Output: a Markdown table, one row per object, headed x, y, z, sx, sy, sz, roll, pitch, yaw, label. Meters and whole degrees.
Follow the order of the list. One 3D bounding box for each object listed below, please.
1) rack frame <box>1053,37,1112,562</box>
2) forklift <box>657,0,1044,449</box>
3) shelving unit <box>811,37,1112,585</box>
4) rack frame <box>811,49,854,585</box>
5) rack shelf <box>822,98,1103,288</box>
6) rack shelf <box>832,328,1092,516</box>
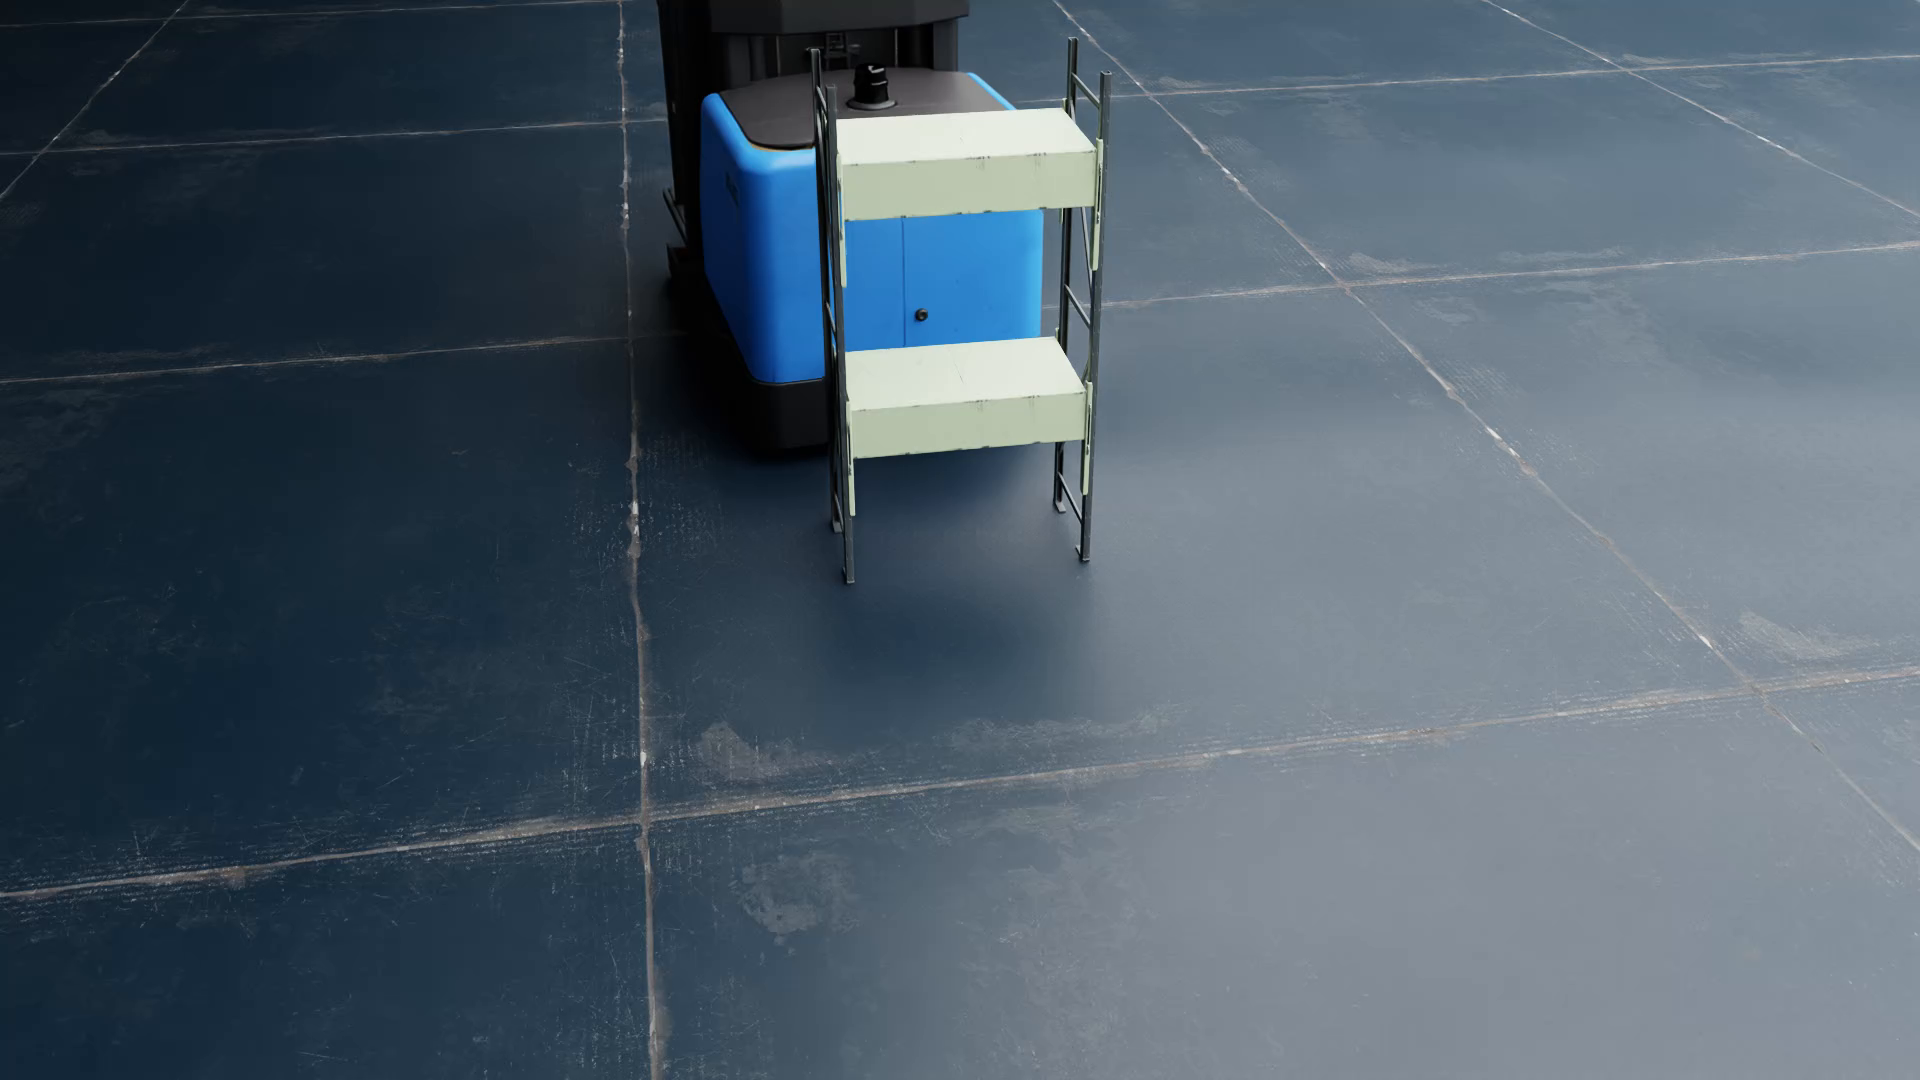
| x | y | z | sx | sy | sz | roll | pitch | yaw | label |
| --- | --- | --- | --- | --- | --- | --- | --- | --- | --- |
| 0.353 | -0.679 | 4.926 | 0.023 | 1.500 | 0.400 | -5 | 31 | -9 | rack frame |
| -0.615 | -2.306 | 6.280 | 1.130 | 2.935 | 3.031 | -9 | 32 | -14 | forklift |
| -0.007 | -0.646 | 4.869 | 0.755 | 1.500 | 0.431 | -5 | 31 | -9 | shelving unit |
| -0.367 | -0.612 | 4.812 | 0.023 | 1.500 | 0.400 | -5 | 31 | -9 | rack frame |
| -0.007 | -0.982 | 4.671 | 0.720 | 0.370 | 0.431 | -5 | 31 | -9 | rack shelf |
| -0.007 | -0.365 | 5.034 | 0.720 | 0.370 | 0.431 | -5 | 31 | -9 | rack shelf |
